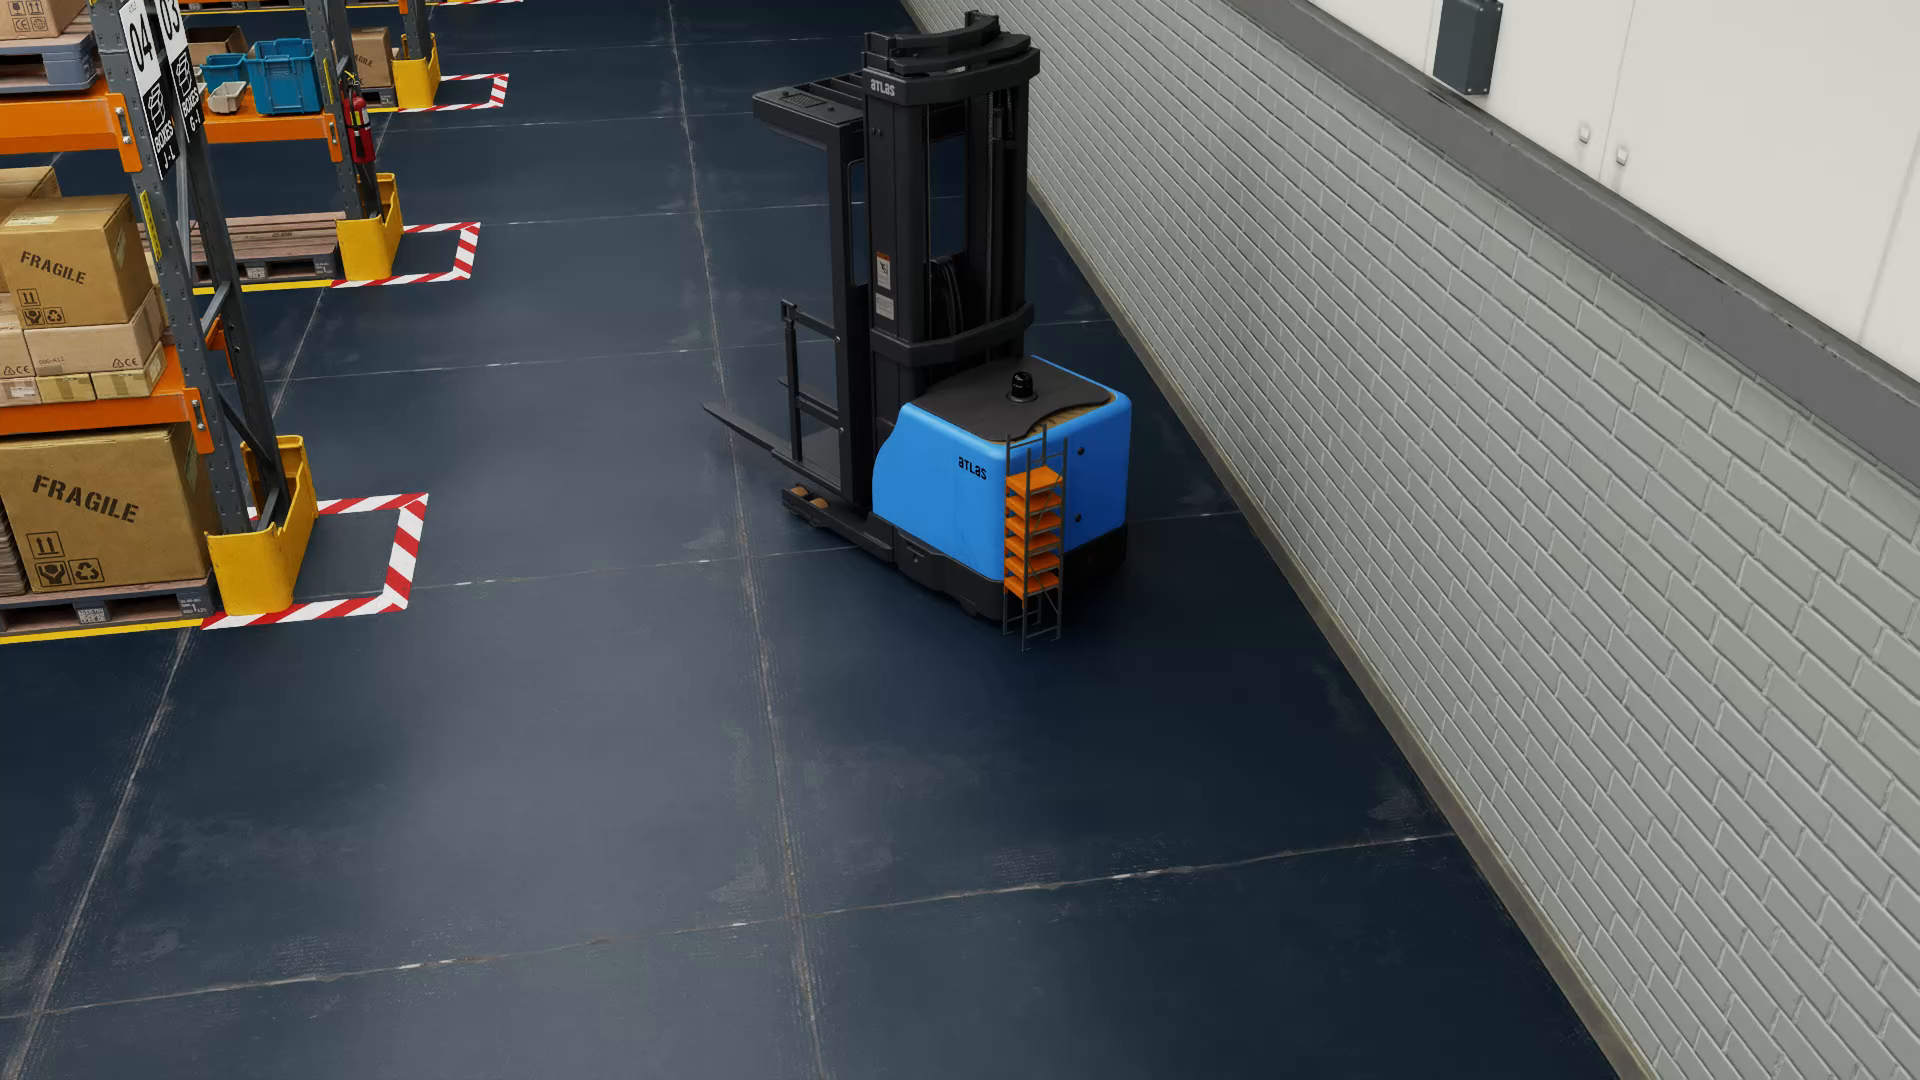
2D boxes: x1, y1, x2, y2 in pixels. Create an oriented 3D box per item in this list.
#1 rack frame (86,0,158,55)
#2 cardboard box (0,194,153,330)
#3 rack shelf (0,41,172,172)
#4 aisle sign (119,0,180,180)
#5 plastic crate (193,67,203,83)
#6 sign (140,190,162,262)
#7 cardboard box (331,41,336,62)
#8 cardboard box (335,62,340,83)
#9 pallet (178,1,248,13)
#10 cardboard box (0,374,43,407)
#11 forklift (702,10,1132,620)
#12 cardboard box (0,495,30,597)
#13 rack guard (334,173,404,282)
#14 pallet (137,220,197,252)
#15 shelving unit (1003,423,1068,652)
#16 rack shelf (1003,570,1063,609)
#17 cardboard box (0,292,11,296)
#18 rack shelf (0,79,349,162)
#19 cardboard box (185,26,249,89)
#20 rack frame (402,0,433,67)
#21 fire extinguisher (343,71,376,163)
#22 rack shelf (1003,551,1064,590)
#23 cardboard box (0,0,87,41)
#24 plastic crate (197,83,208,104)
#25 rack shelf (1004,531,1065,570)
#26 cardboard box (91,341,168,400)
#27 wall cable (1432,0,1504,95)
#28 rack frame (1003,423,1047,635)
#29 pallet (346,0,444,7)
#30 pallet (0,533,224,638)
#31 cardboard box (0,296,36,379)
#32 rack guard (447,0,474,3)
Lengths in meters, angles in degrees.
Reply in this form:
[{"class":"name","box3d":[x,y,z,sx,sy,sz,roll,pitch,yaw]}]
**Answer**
[{"class":"rack frame","box3d":[-3.962,-3.763,7.272,0.127,3.000,1.000,-5,31,-9]},{"class":"cardboard box","box3d":[-4.394,-1.388,8.266,0.500,0.500,0.500,-5,31,-8]},{"class":"rack shelf","box3d":[-5.930,-1.977,7.904,4.000,0.370,1.077,-5,31,-9]},{"class":"aisle sign","box3d":[-3.838,-2.155,7.890,0.004,0.787,0.394,-5,31,-9]},{"class":"plastic crate","box3d":[-6.154,-3.650,13.200,0.298,0.136,0.250,-5,31,-9]},{"class":"sign","box3d":[-3.878,-1.506,7.977,0.005,0.325,0.100,-5,31,-9]},{"class":"cardboard box","box3d":[-6.821,-5.167,17.857,0.500,0.250,0.500,-5,31,-9]},{"class":"cardboard box","box3d":[-6.648,-4.920,17.520,0.250,0.166,0.380,-5,31,-9]},{"class":"pallet","box3d":[-9.811,-7.049,21.530,1.213,0.211,1.003,-5,31,-9]},{"class":"cardboard box","box3d":[-4.757,-0.825,8.442,0.250,0.149,0.380,-5,31,-9]},{"class":"forklift","box3d":[-0.418,-1.497,9.405,1.130,2.935,3.031,-25,38,-35]},{"class":"cardboard box","box3d":[-5.473,-0.261,8.916,0.875,0.875,0.875,-5,31,-9]},{"class":"rack guard","box3d":[-4.833,-2.578,13.640,0.348,0.500,1.175,-5,31,-9]},{"class":"pallet","box3d":[-6.870,-2.279,13.417,1.213,0.211,1.003,-5,31,-9]},{"class":"shelving unit","box3d":[0.383,-0.001,8.568,0.258,1.200,0.189,-17,35,-27]},{"class":"rack shelf","box3d":[0.383,0.244,8.712,0.258,0.103,0.180,-17,35,-27]},{"class":"cardboard box","box3d":[-4.993,-1.281,8.823,0.500,0.250,0.500,-6,31,-10]},{"class":"rack shelf","box3d":[-6.822,-3.154,12.864,4.000,0.370,1.077,-5,31,-9]},{"class":"cardboard box","box3d":[-7.831,-5.039,17.389,0.637,0.503,0.797,-5,31,-9]},{"class":"rack frame","box3d":[-5.743,-6.116,17.193,0.127,3.000,1.000,-5,31,-9]},{"class":"fire extinguisher","box3d":[-4.624,-3.240,12.744,0.183,0.674,0.296,-5,31,-9]},{"class":"rack shelf","box3d":[0.383,0.141,8.651,0.258,0.103,0.180,-17,35,-27]},{"class":"cardboard box","box3d":[-4.464,-2.663,7.749,0.500,0.500,0.700,-7,31,-12]},{"class":"plastic crate","box3d":[-5.912,-3.375,12.731,0.243,0.136,0.396,-5,31,-9]},{"class":"rack shelf","box3d":[0.383,0.037,8.590,0.258,0.103,0.180,-17,35,-27]},{"class":"cardboard box","box3d":[-4.253,-0.872,8.522,0.250,0.149,0.380,-5,31,-8]},{"class":"wall cable","box3d":[2.220,-3.948,4.412,0.120,5.999,2.277,-5,31,-9]},{"class":"rack frame","box3d":[0.335,-0.040,8.635,0.240,1.200,0.006,-17,35,-27]},{"class":"pallet","box3d":[-7.411,-7.272,21.909,1.213,0.211,1.003,-5,31,-9]},{"class":"pallet","box3d":[-4.735,0.137,9.309,1.213,0.211,1.003,-5,31,-9]},{"class":"cardboard box","box3d":[-4.890,-1.018,8.377,0.500,0.250,0.500,-6,31,-10]},{"class":"rack guard","box3d":[-6.615,-7.511,22.030,0.348,0.500,1.175,-5,31,-9]}]
